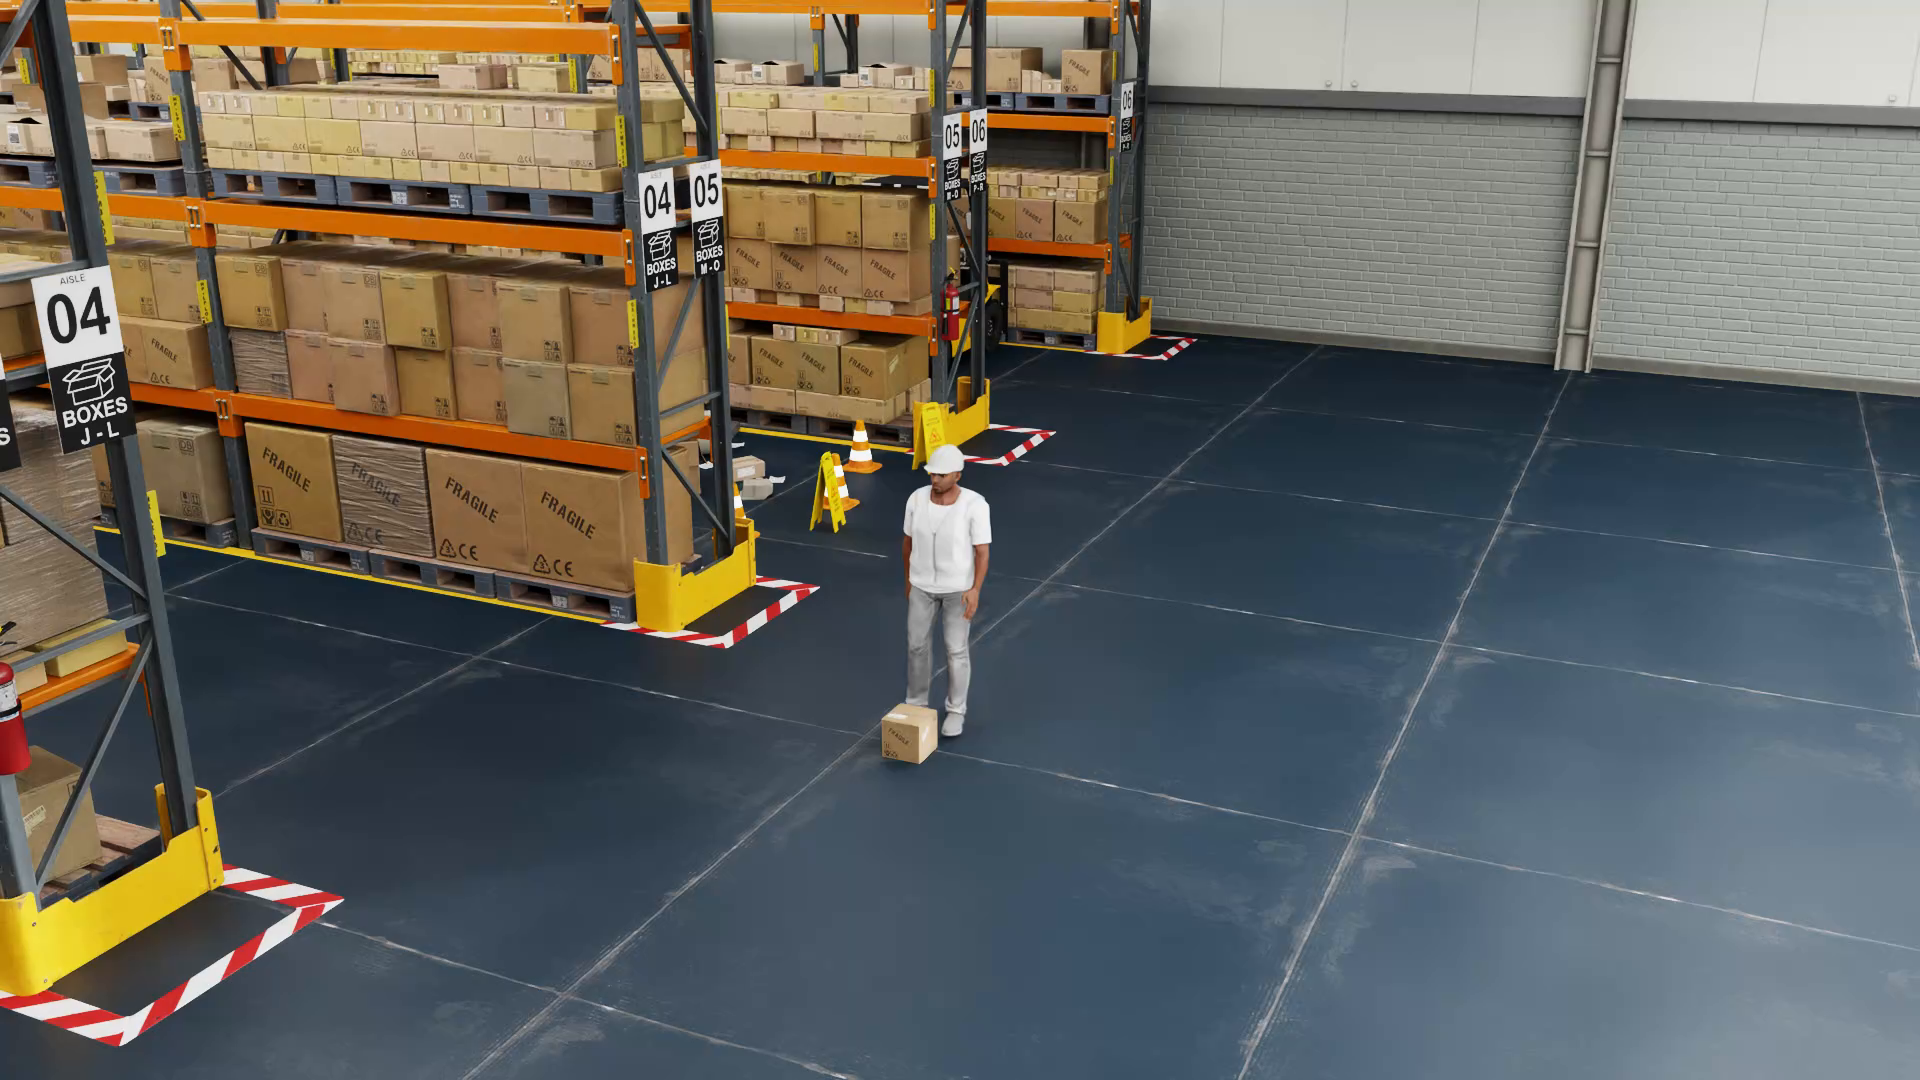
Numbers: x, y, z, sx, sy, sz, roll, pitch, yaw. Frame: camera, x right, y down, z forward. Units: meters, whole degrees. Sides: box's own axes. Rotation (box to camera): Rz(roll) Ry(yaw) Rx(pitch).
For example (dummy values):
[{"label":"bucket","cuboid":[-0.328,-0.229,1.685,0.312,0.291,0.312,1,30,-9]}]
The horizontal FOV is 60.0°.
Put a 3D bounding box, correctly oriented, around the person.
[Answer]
[{"label":"person","cuboid":[-0.114,0.317,10.102,0.590,1.808,0.491,6,20,17]}]
